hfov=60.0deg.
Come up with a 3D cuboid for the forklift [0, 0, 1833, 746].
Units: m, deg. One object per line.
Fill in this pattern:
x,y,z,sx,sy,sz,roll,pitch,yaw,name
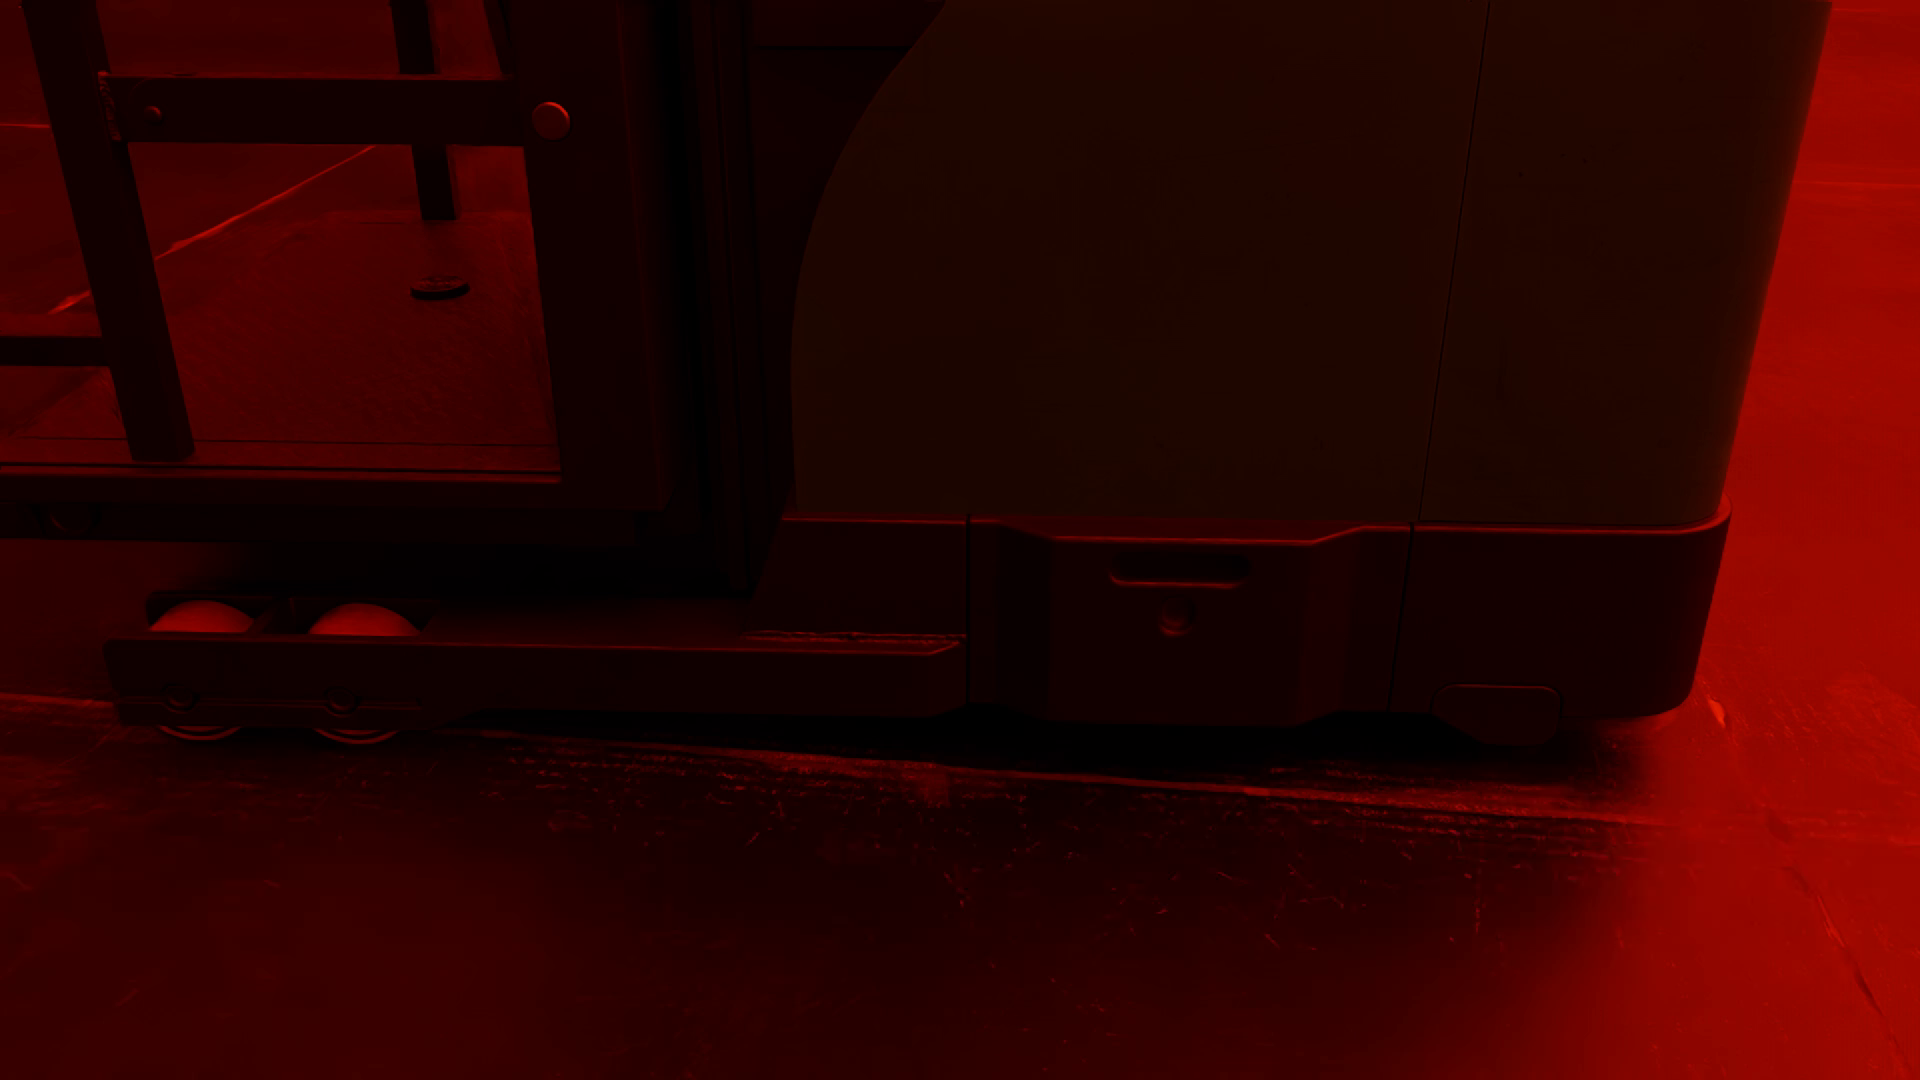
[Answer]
-0.617,-1.300,1.822,3.031,2.935,1.130,1,27,2,forklift
